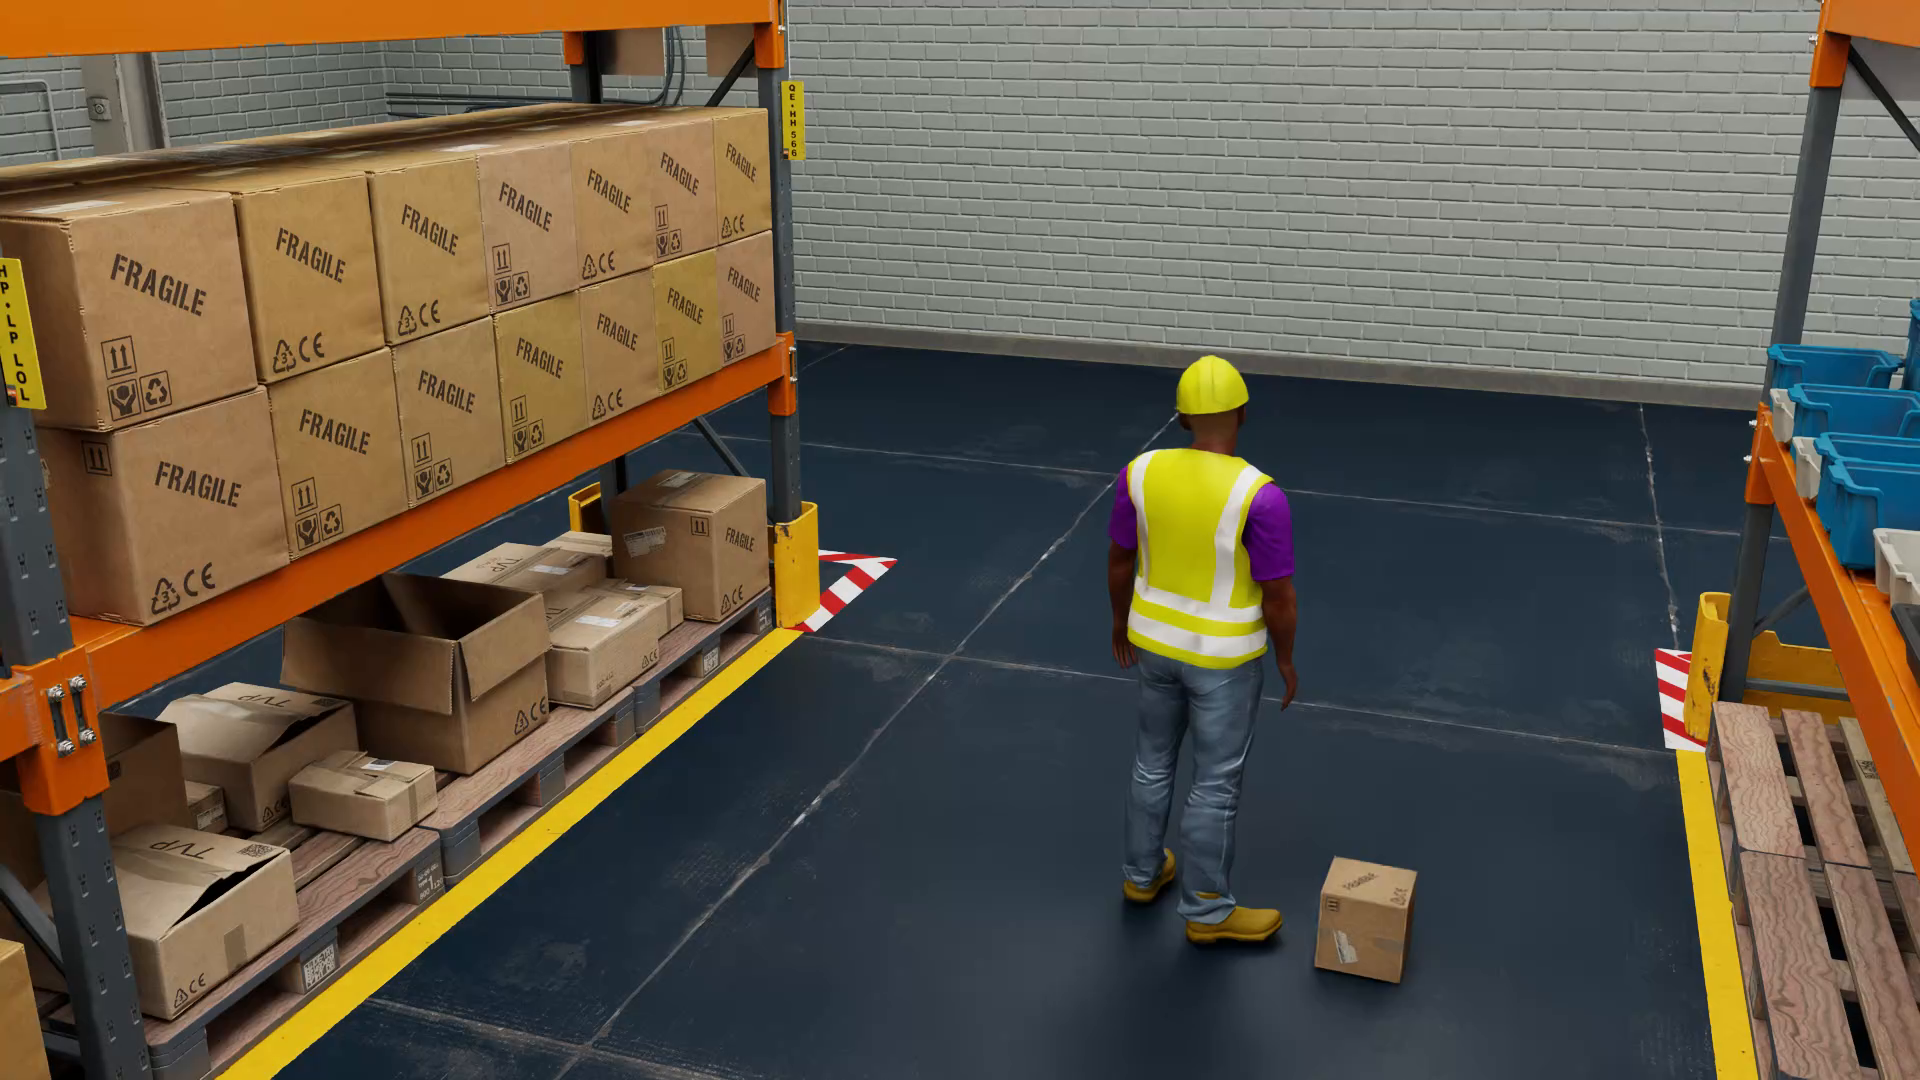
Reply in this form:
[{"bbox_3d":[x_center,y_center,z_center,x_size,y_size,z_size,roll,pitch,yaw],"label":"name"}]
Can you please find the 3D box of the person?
[{"bbox_3d":[0.718,0.318,4.996,0.629,1.771,0.376,16,24,39],"label":"person"}]
